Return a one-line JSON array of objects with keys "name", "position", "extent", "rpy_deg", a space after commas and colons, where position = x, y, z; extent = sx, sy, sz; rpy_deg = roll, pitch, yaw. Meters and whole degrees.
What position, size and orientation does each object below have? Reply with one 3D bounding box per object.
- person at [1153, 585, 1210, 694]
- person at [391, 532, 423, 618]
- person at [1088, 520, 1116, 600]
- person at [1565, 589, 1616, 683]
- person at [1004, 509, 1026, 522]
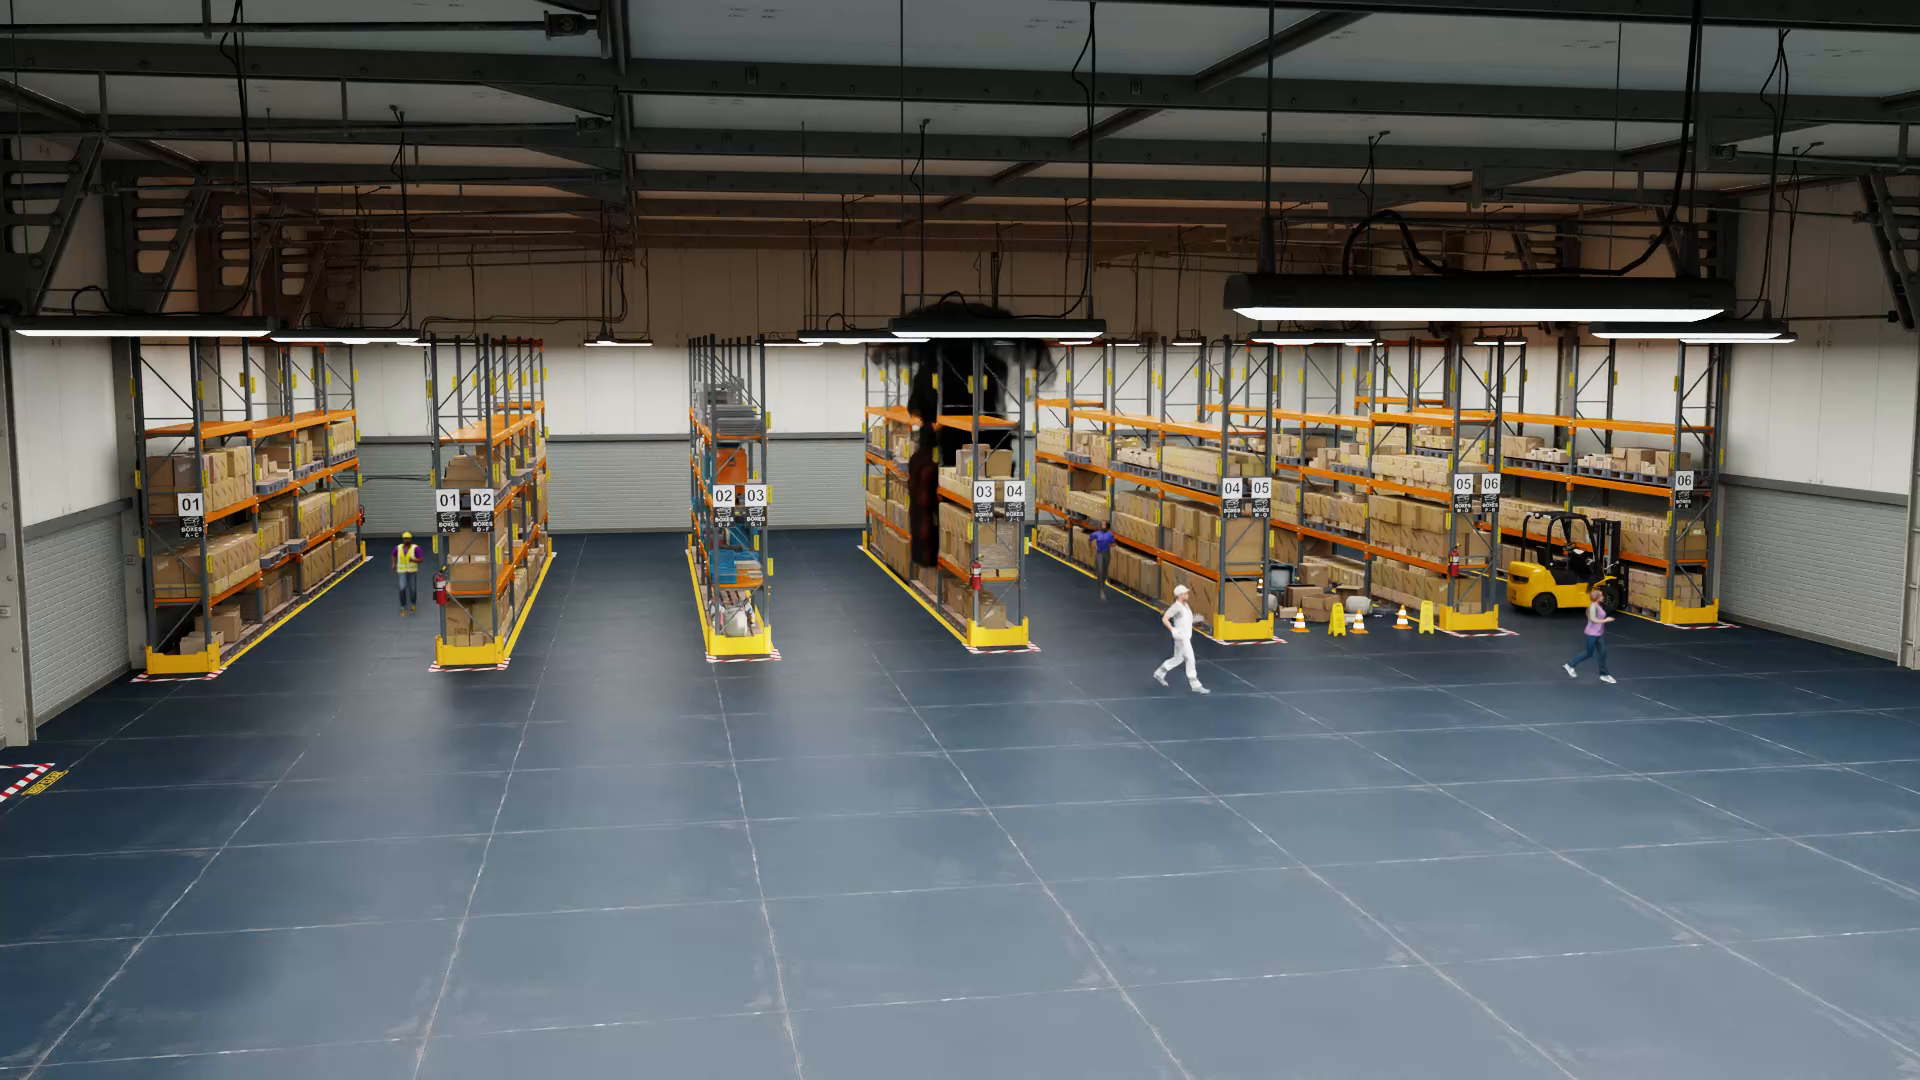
[{"name": "person", "position": [3.694, 1.635, 27.704], "extent": [1.002, 1.772, 0.662], "rpy_deg": [2, 7, 19]}, {"name": "person", "position": [-11.926, 0.735, 35.904], "extent": [0.674, 1.828, 0.782], "rpy_deg": [-2, 7, -15]}, {"name": "person", "position": [3.144, 0.413, 36.599], "extent": [0.557, 1.708, 0.762], "rpy_deg": [-2, 7, -14]}, {"name": "person", "position": [10.874, 1.636, 28.596], "extent": [0.859, 1.597, 0.565], "rpy_deg": [5, 8, 35]}, {"name": "person", "position": [1.469, -0.351, 45.457], "extent": [0.713, 1.728, 0.607], "rpy_deg": [-1, 7, -9]}]
